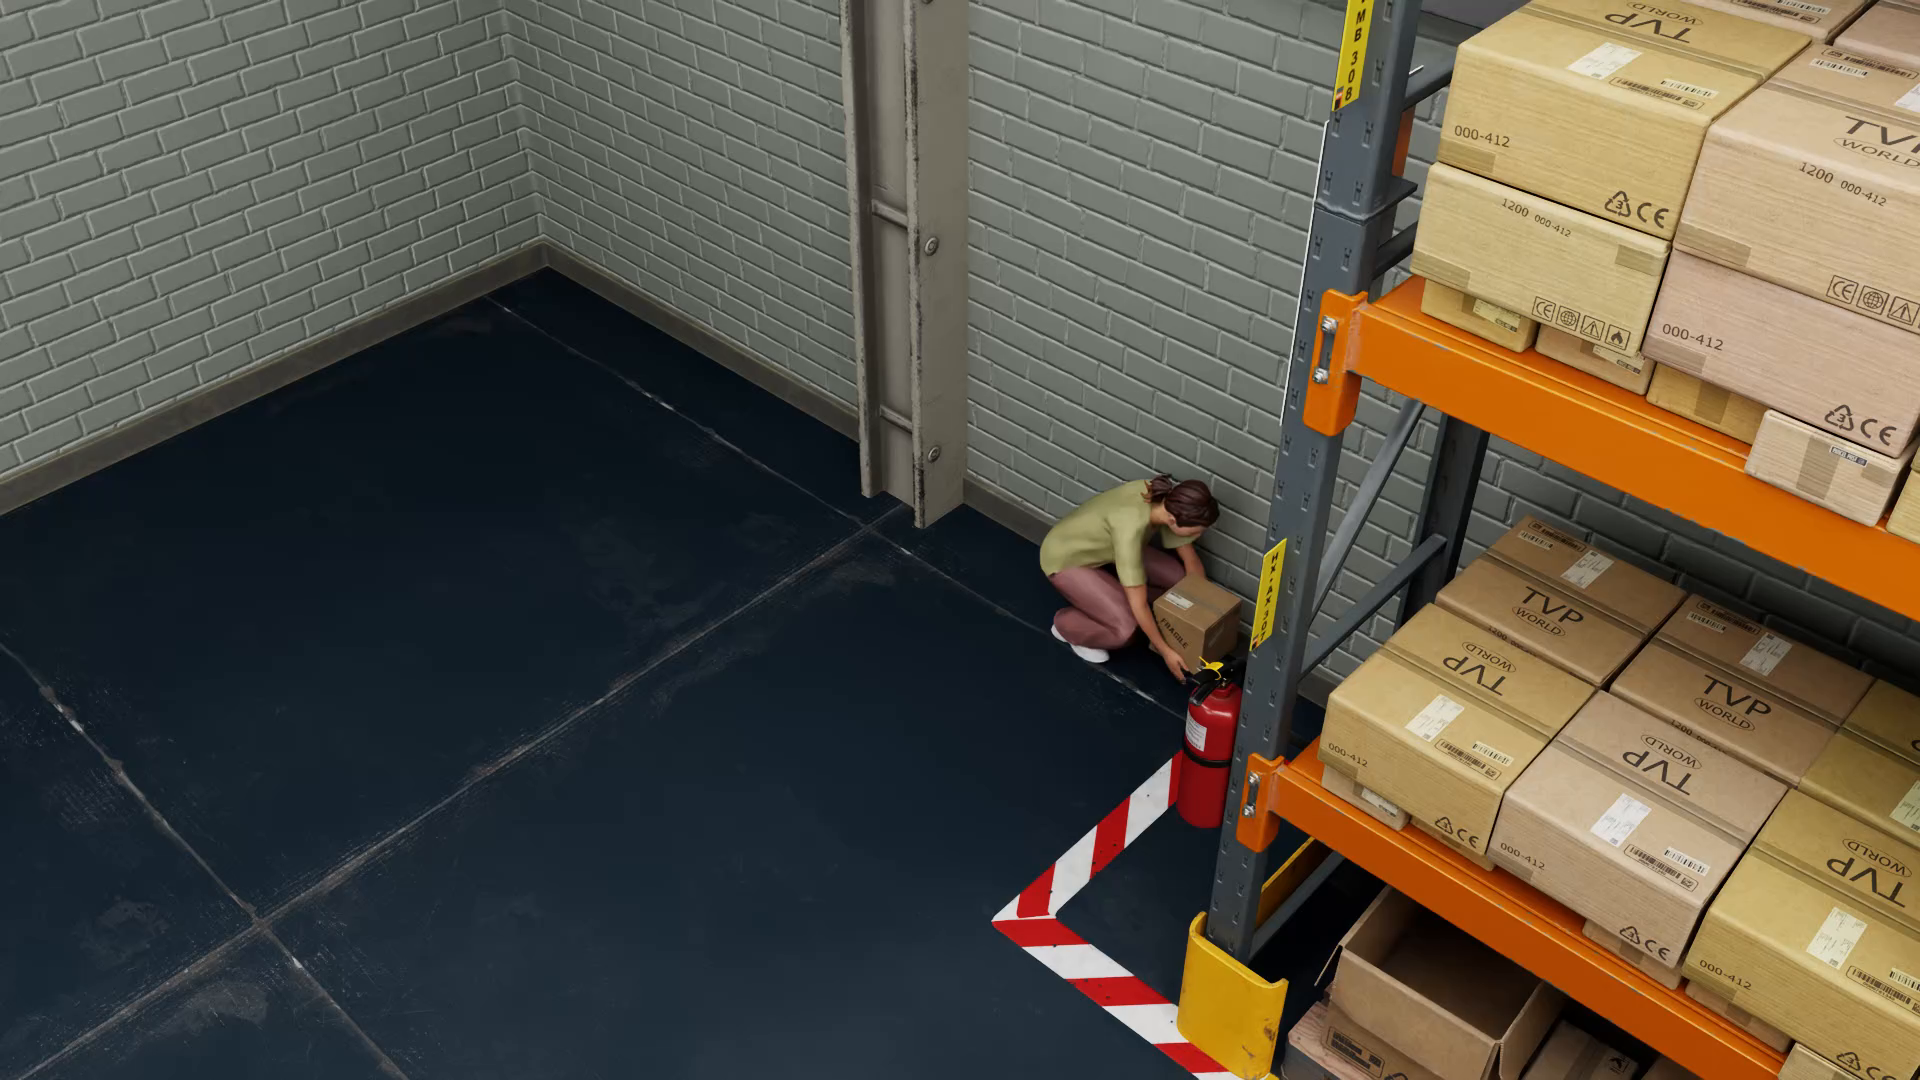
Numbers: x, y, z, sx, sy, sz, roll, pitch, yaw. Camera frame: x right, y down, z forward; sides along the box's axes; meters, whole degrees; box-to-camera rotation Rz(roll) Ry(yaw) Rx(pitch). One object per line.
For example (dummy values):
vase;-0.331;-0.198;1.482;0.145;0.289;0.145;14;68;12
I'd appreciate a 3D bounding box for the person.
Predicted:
person;0.698;0.089;6.637;0.802;0.937;0.474;30;48;31
